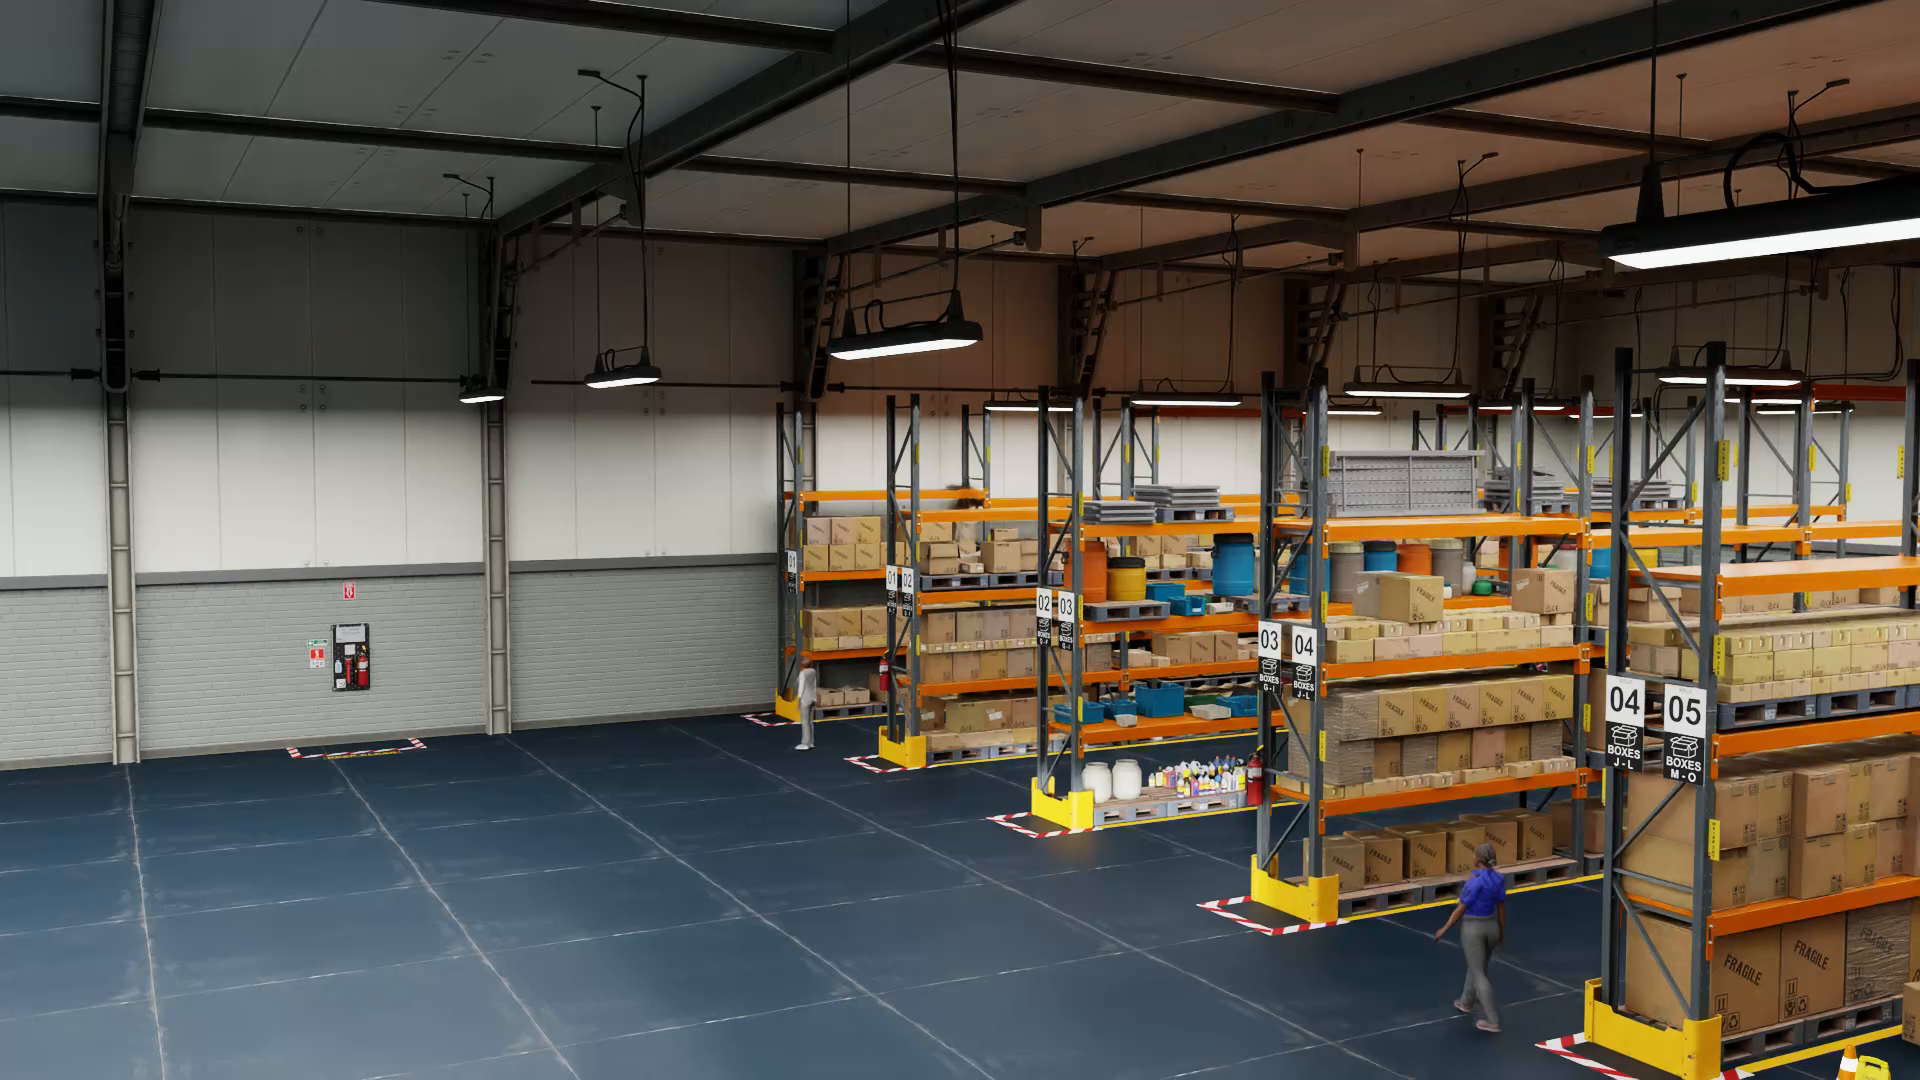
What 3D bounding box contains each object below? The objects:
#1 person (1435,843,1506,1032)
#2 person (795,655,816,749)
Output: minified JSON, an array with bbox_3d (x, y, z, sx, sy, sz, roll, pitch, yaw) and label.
[{"bbox_3d":[4.561,3.531,14.835,0.597,1.553,0.851,-1,3,-21],"label":"person"},{"bbox_3d":[-2.633,2.751,28.300,0.377,1.599,0.467,2,4,27],"label":"person"}]
